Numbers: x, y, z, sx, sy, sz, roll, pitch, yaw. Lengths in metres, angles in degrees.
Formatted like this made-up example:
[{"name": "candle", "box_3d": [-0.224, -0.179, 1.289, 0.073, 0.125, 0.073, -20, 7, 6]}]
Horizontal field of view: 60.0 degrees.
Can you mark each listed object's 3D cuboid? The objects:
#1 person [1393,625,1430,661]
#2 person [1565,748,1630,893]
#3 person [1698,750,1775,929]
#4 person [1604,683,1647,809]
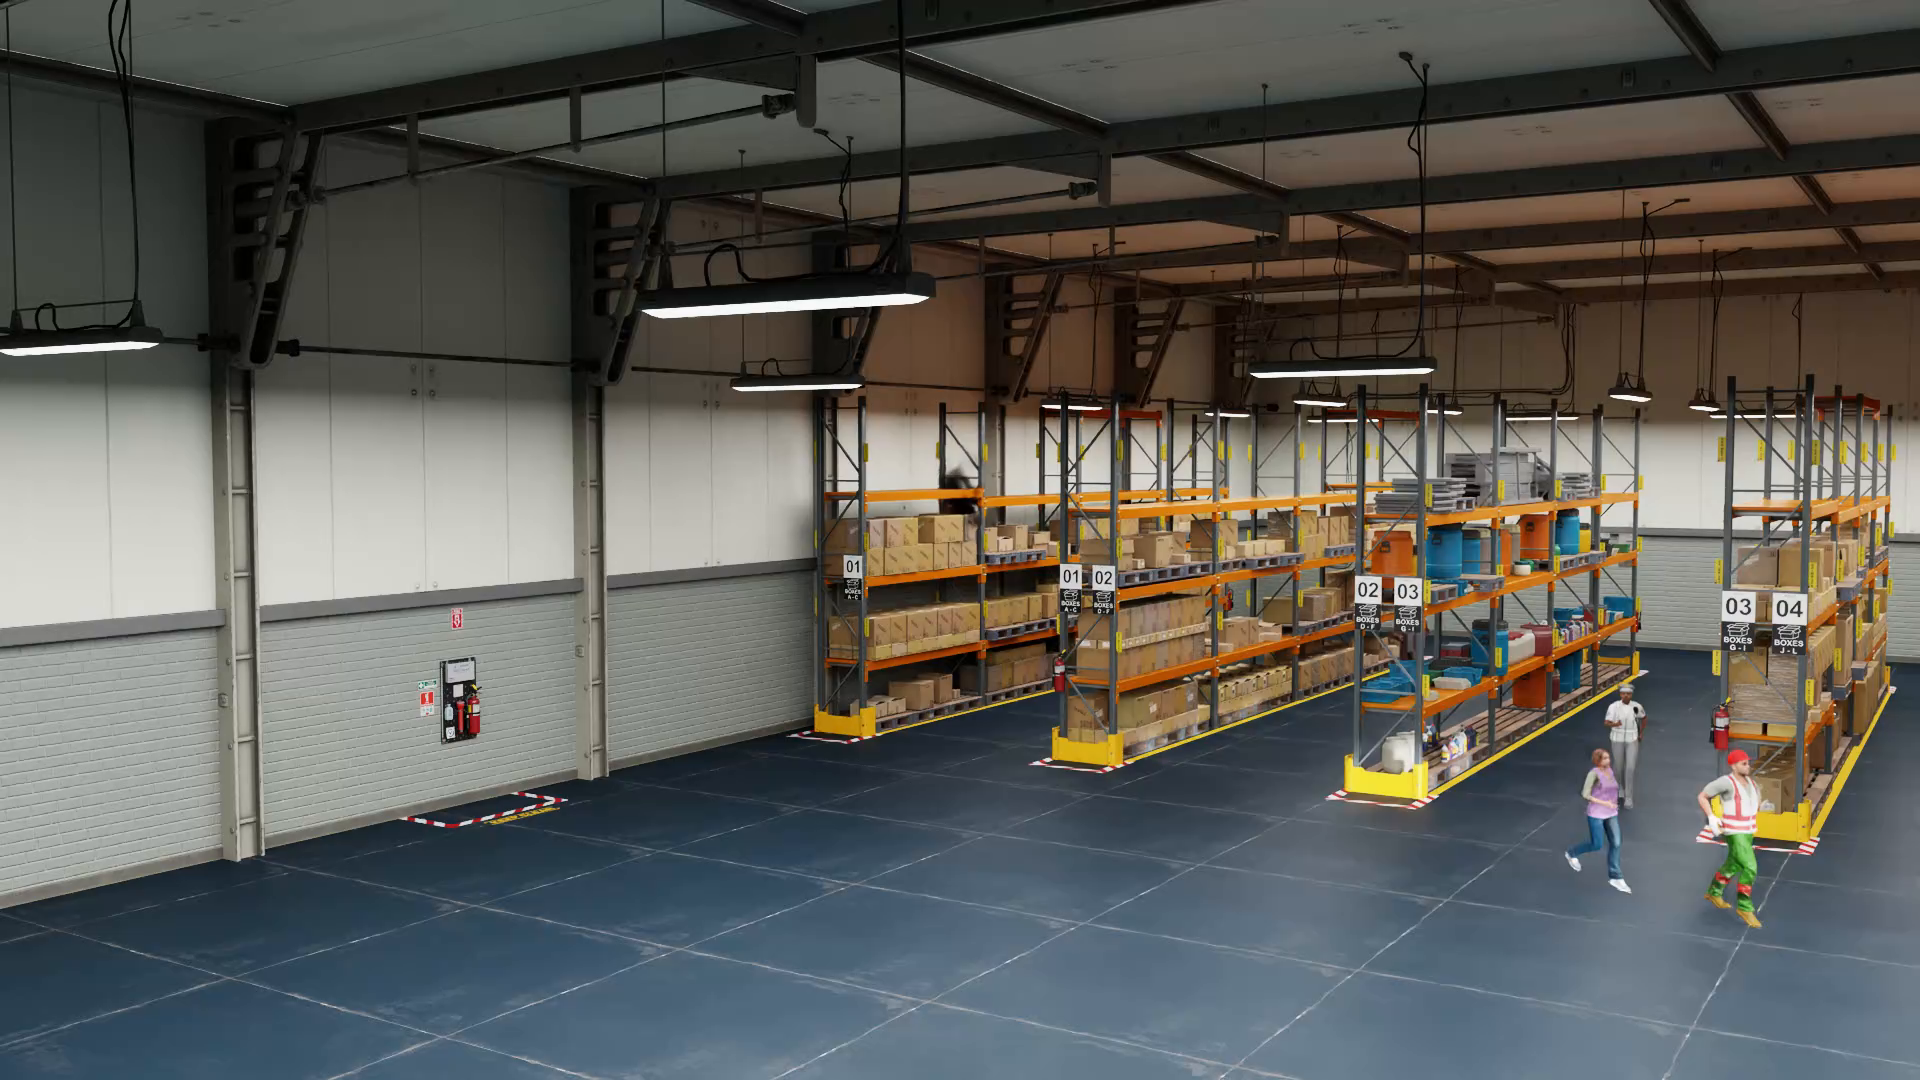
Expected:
[{"name": "person", "box_3d": [9.279, 2.292, 34.316, 0.676, 1.781, 1.049, 1, 3, 22]}, {"name": "person", "box_3d": [7.398, 3.196, 19.232, 0.553, 1.597, 0.877, -2, 3, -27]}, {"name": "person", "box_3d": [8.322, 3.166, 17.803, 0.646, 1.847, 0.782, -2, 4, -32]}, {"name": "person", "box_3d": [9.468, 2.887, 23.669, 0.570, 1.719, 0.850, 1, 3, 23]}]
